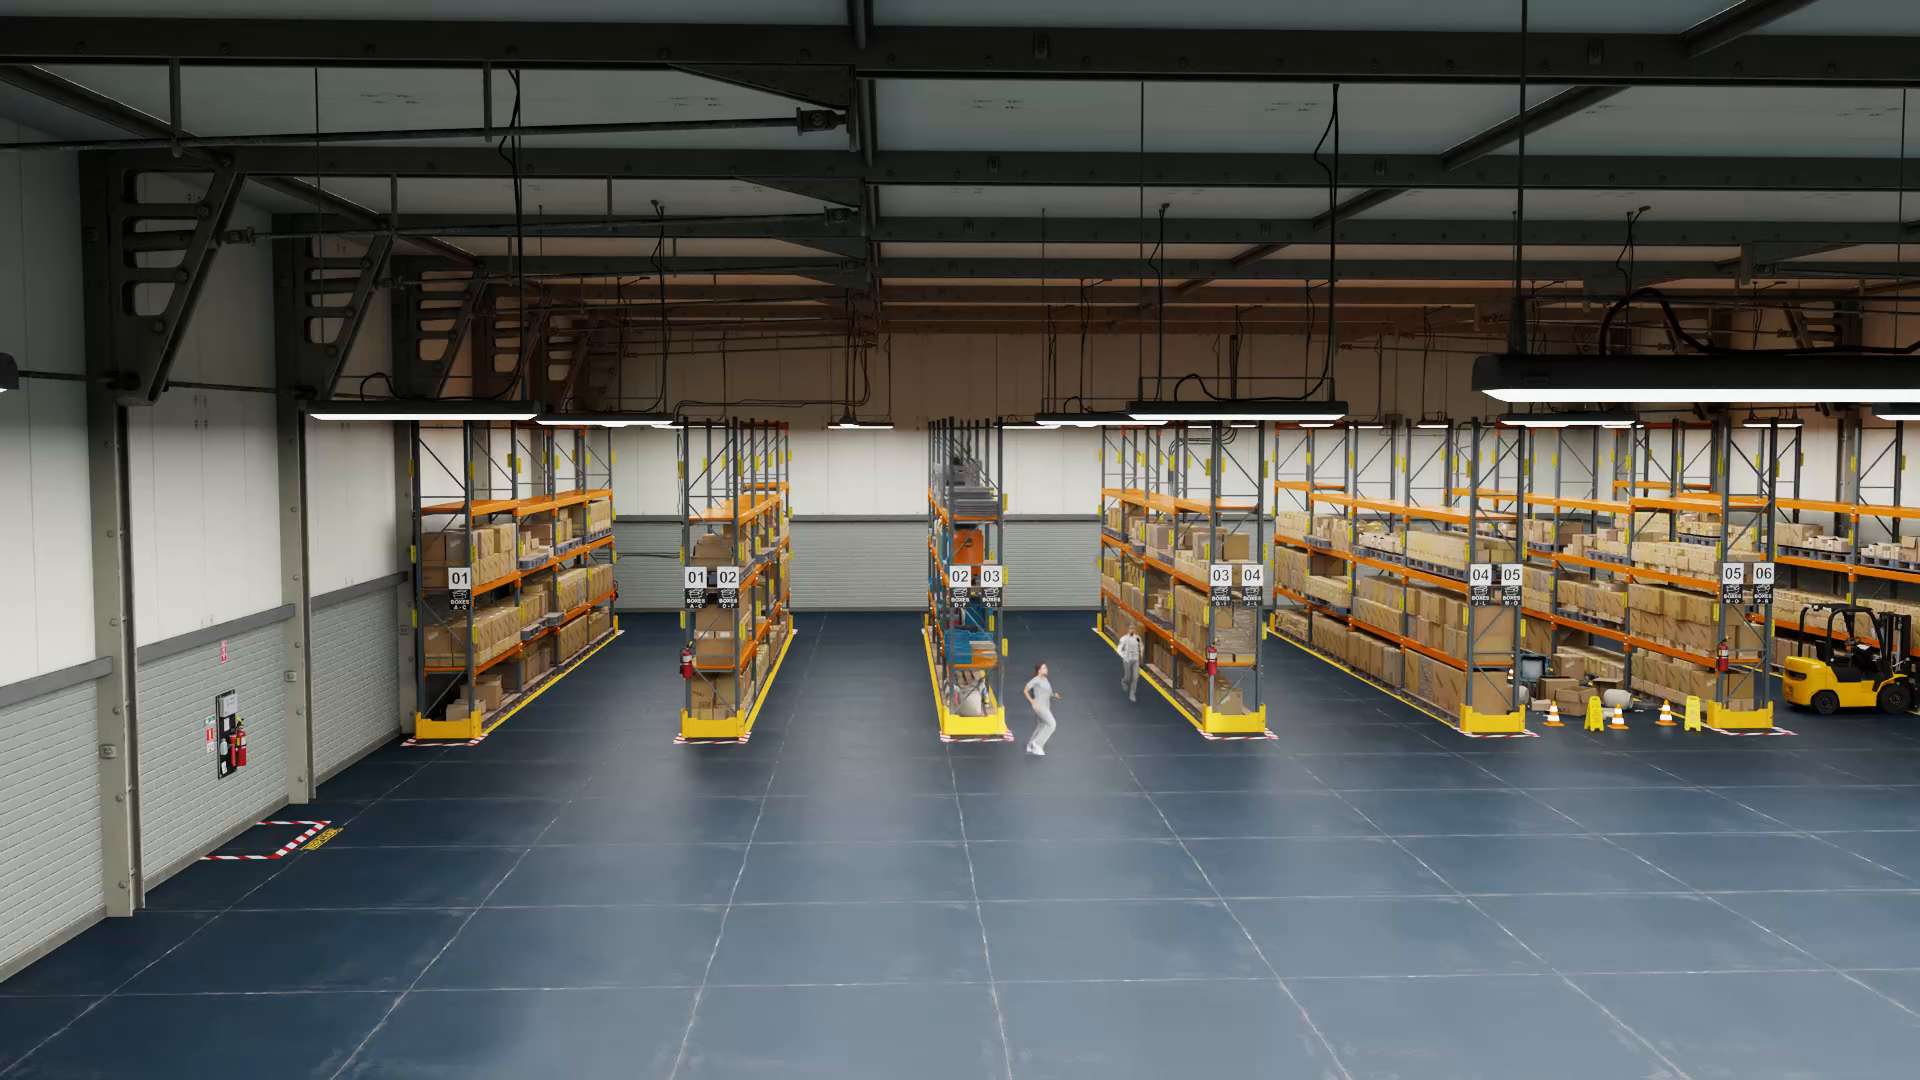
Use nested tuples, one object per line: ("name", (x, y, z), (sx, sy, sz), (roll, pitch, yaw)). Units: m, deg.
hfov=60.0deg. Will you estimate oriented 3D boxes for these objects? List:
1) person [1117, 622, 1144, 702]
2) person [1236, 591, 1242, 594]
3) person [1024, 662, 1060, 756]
("person", (3.667, 2.583, 35.606), (0.617, 1.677, 0.747), (-1, 4, -9))
("person", (7.771, 1.871, 46.185), (0.753, 1.664, 0.580), (0, 4, 0))
("person", (1.462, 2.979, 29.311), (0.656, 1.629, 0.546), (2, 4, 26))
